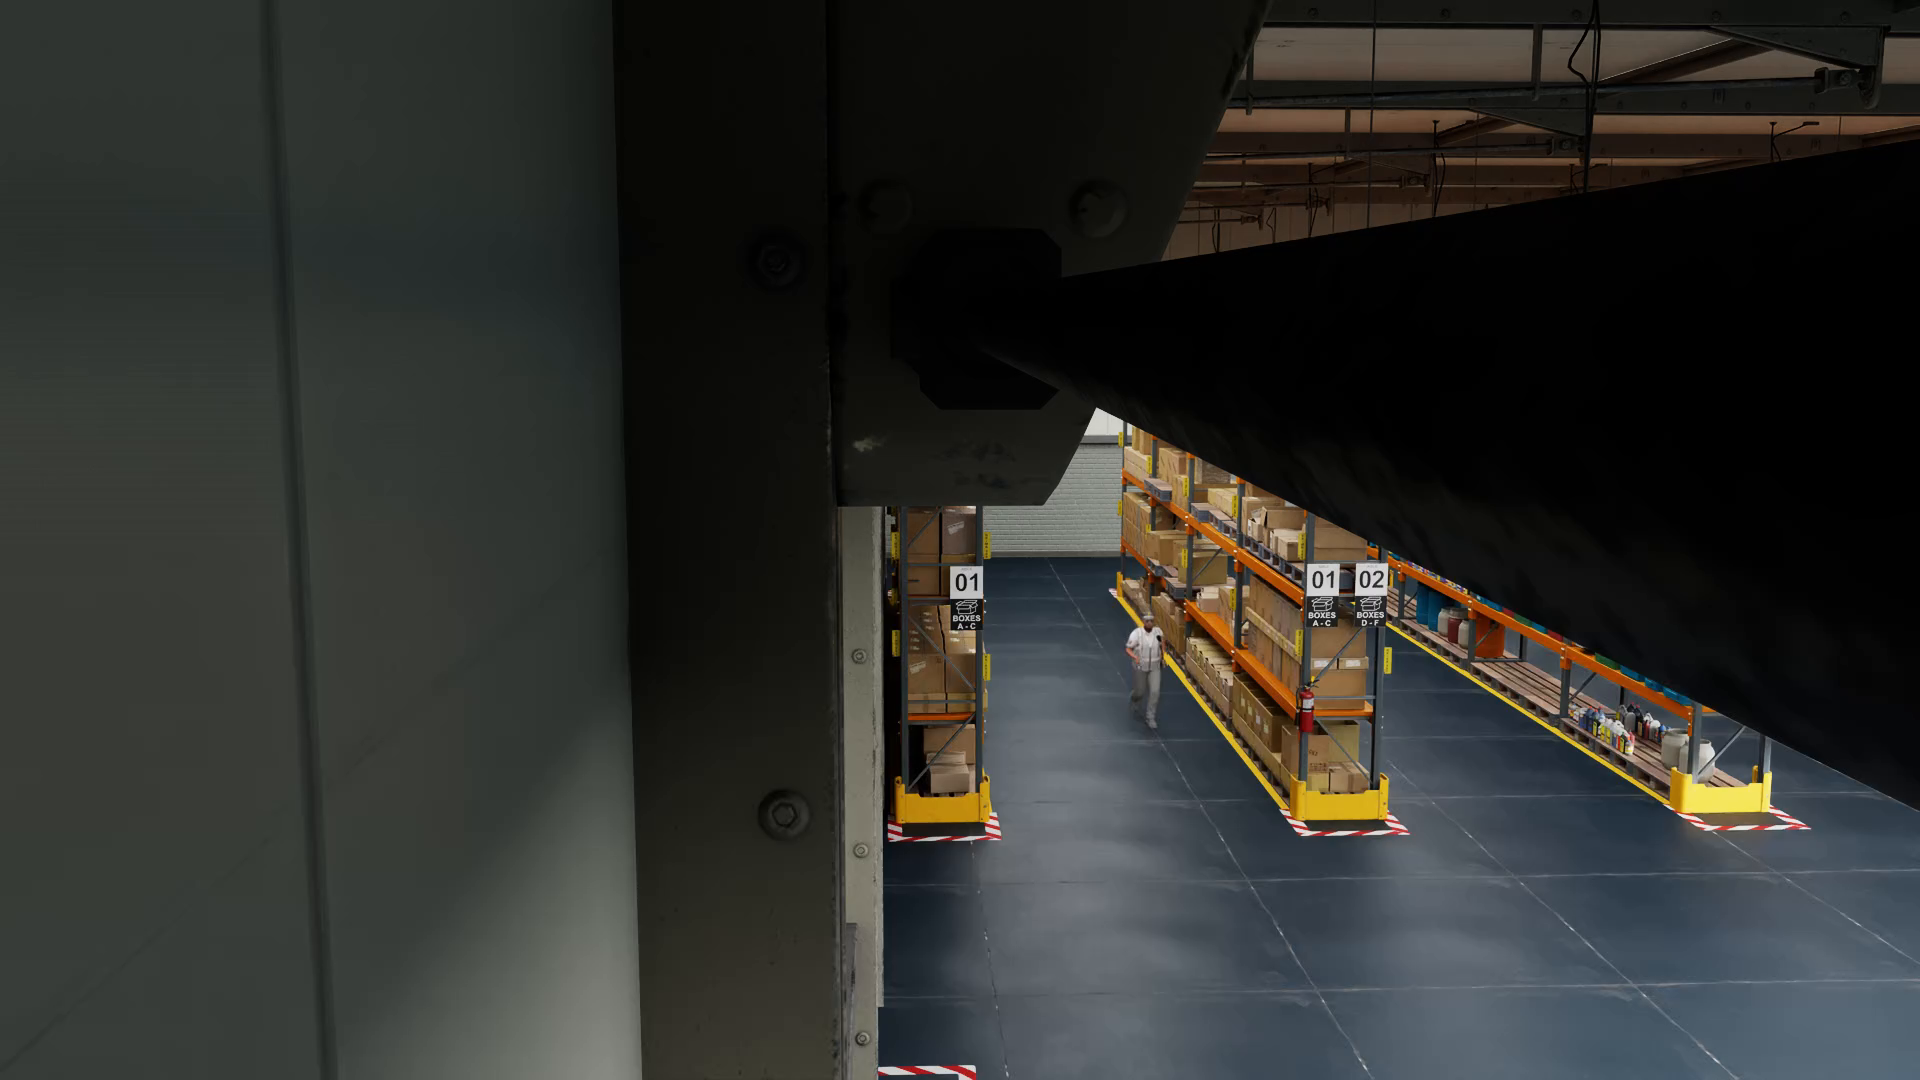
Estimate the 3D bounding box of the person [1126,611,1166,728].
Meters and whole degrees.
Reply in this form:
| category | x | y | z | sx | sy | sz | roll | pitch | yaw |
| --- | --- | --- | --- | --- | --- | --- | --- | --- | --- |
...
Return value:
| category | x | y | z | sx | sy | sz | roll | pitch | yaw |
| --- | --- | --- | --- | --- | --- | --- | --- | --- | --- |
| person | 2.834 | 1.916 | 25.330 | 0.651 | 1.760 | 0.893 | -1 | 8 | -8 |
